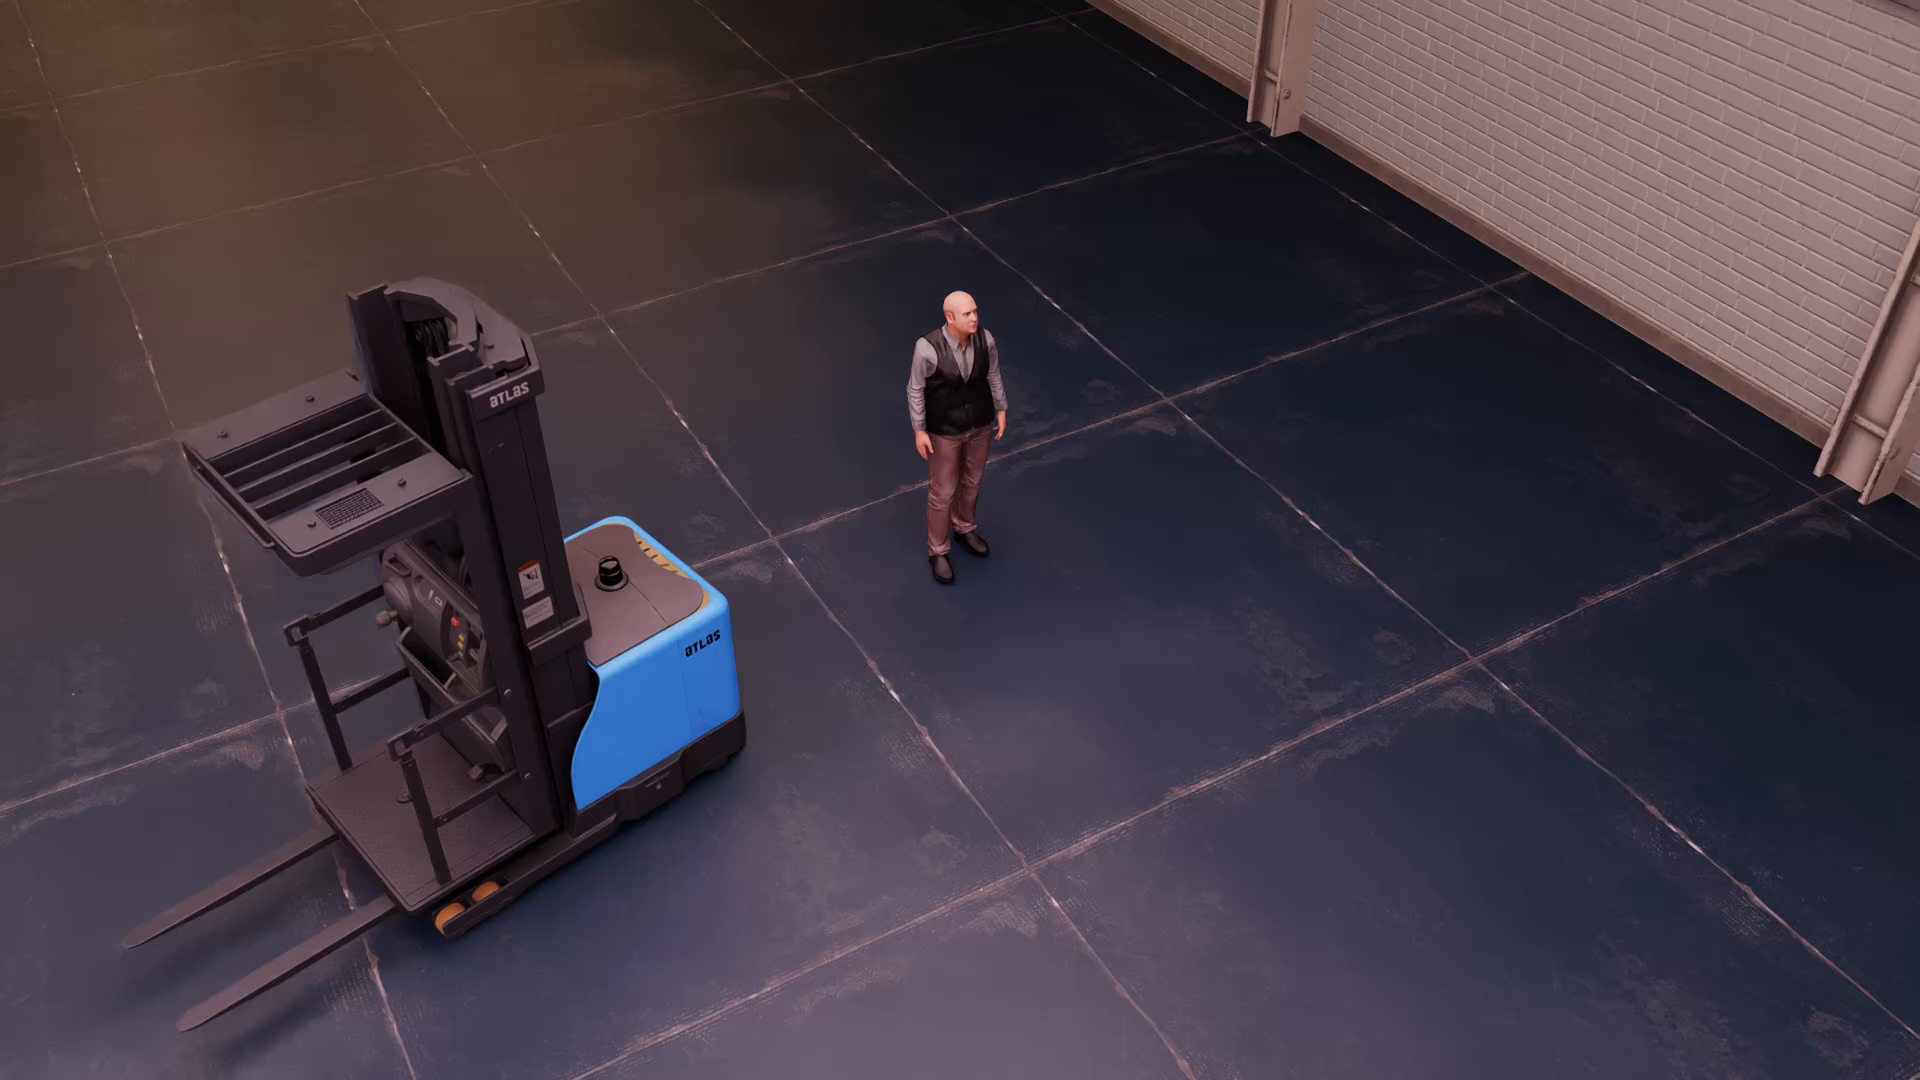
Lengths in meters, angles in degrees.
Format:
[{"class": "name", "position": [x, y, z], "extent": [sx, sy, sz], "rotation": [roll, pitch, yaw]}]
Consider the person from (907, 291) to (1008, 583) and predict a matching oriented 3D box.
[{"class": "person", "position": [0.024, -0.631, 9.733], "extent": [0.632, 1.720, 0.568], "rotation": [-20, 44, -23]}]

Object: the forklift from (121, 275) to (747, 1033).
[{"class": "forklift", "position": [-2.568, 0.410, 7.542], "extent": [3.031, 2.935, 1.130], "rotation": [-31, 49, -32]}]
